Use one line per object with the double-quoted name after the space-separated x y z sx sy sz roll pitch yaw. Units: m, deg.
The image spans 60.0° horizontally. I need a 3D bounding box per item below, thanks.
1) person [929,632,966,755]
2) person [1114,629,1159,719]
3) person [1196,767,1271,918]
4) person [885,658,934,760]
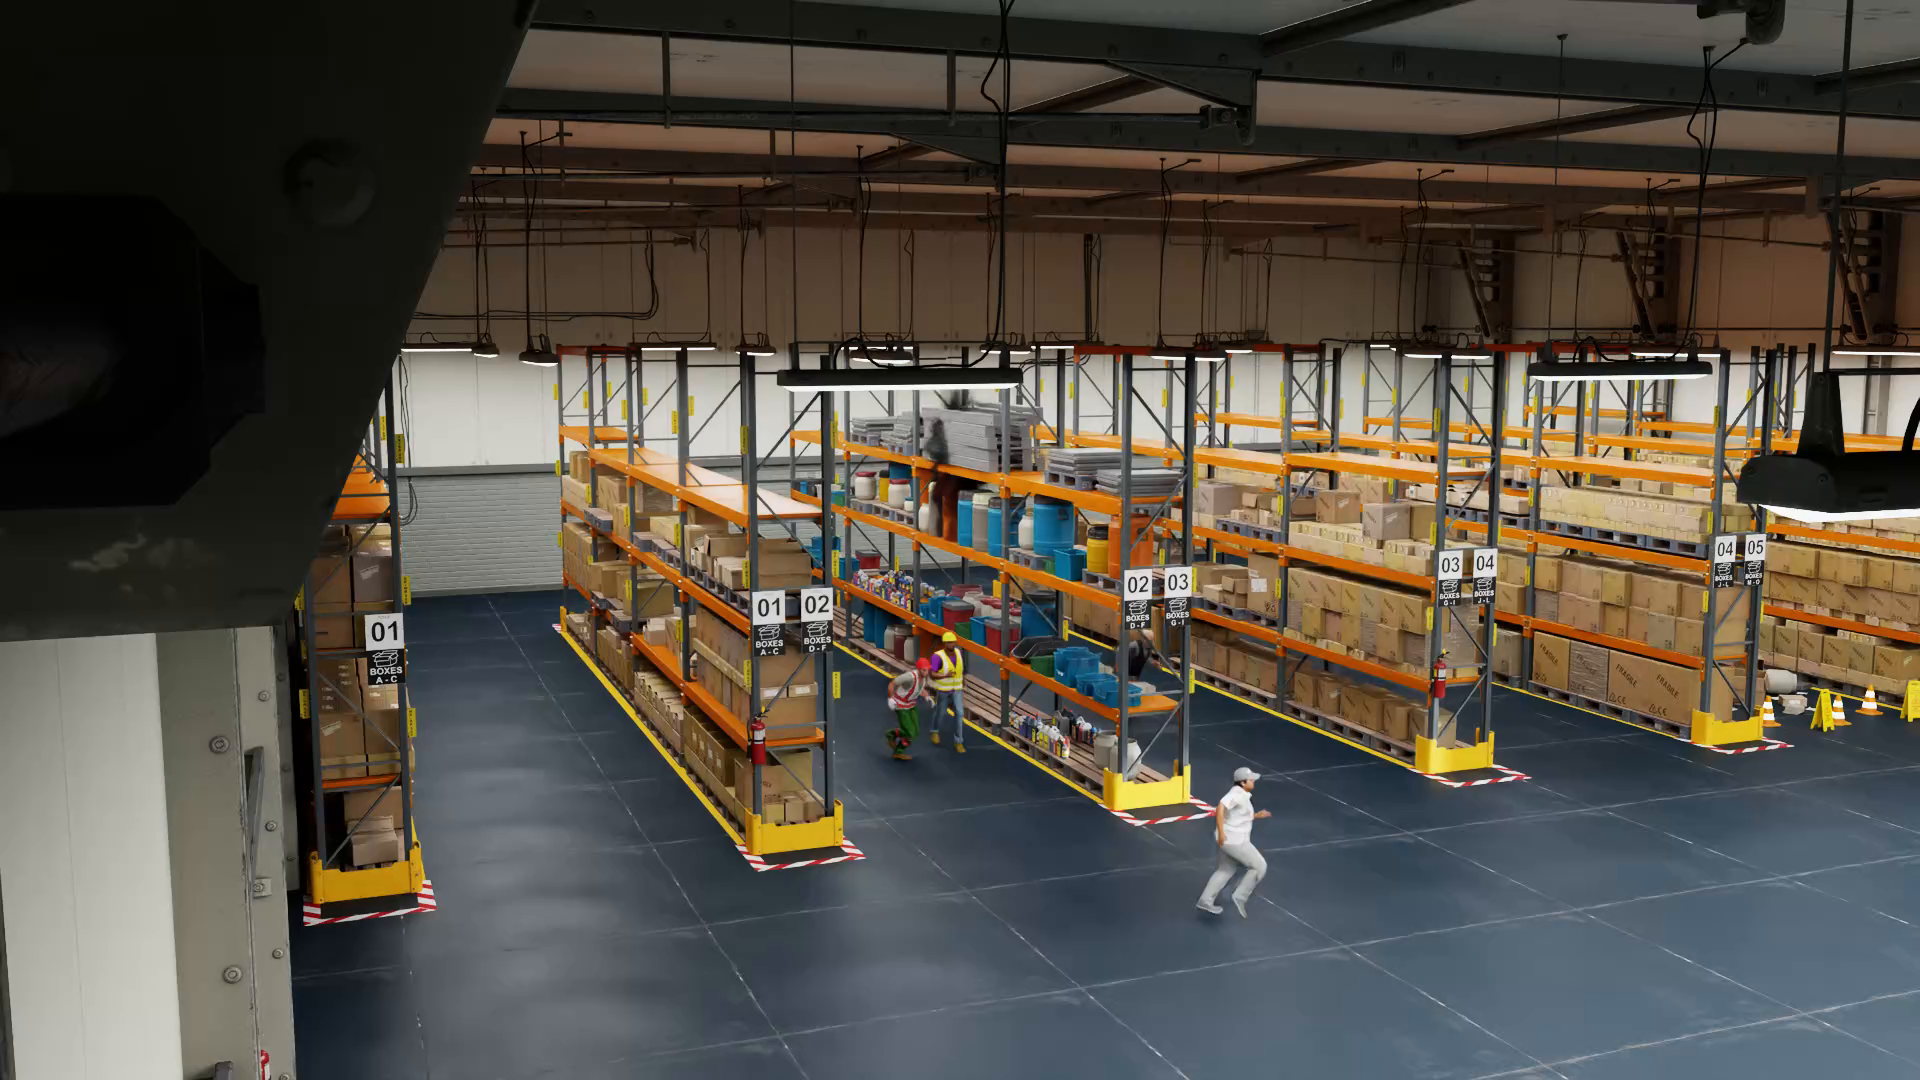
-0.188 2.265 25.016 0.681 1.803 0.895 -3 8 -25 "person"
2.782 2.178 26.713 0.864 1.549 0.653 6 10 41 "person"
2.944 3.244 17.861 0.789 1.634 0.631 1 7 5 "person"
-0.772 2.474 24.327 0.891 1.584 0.686 6 9 40 "person"
